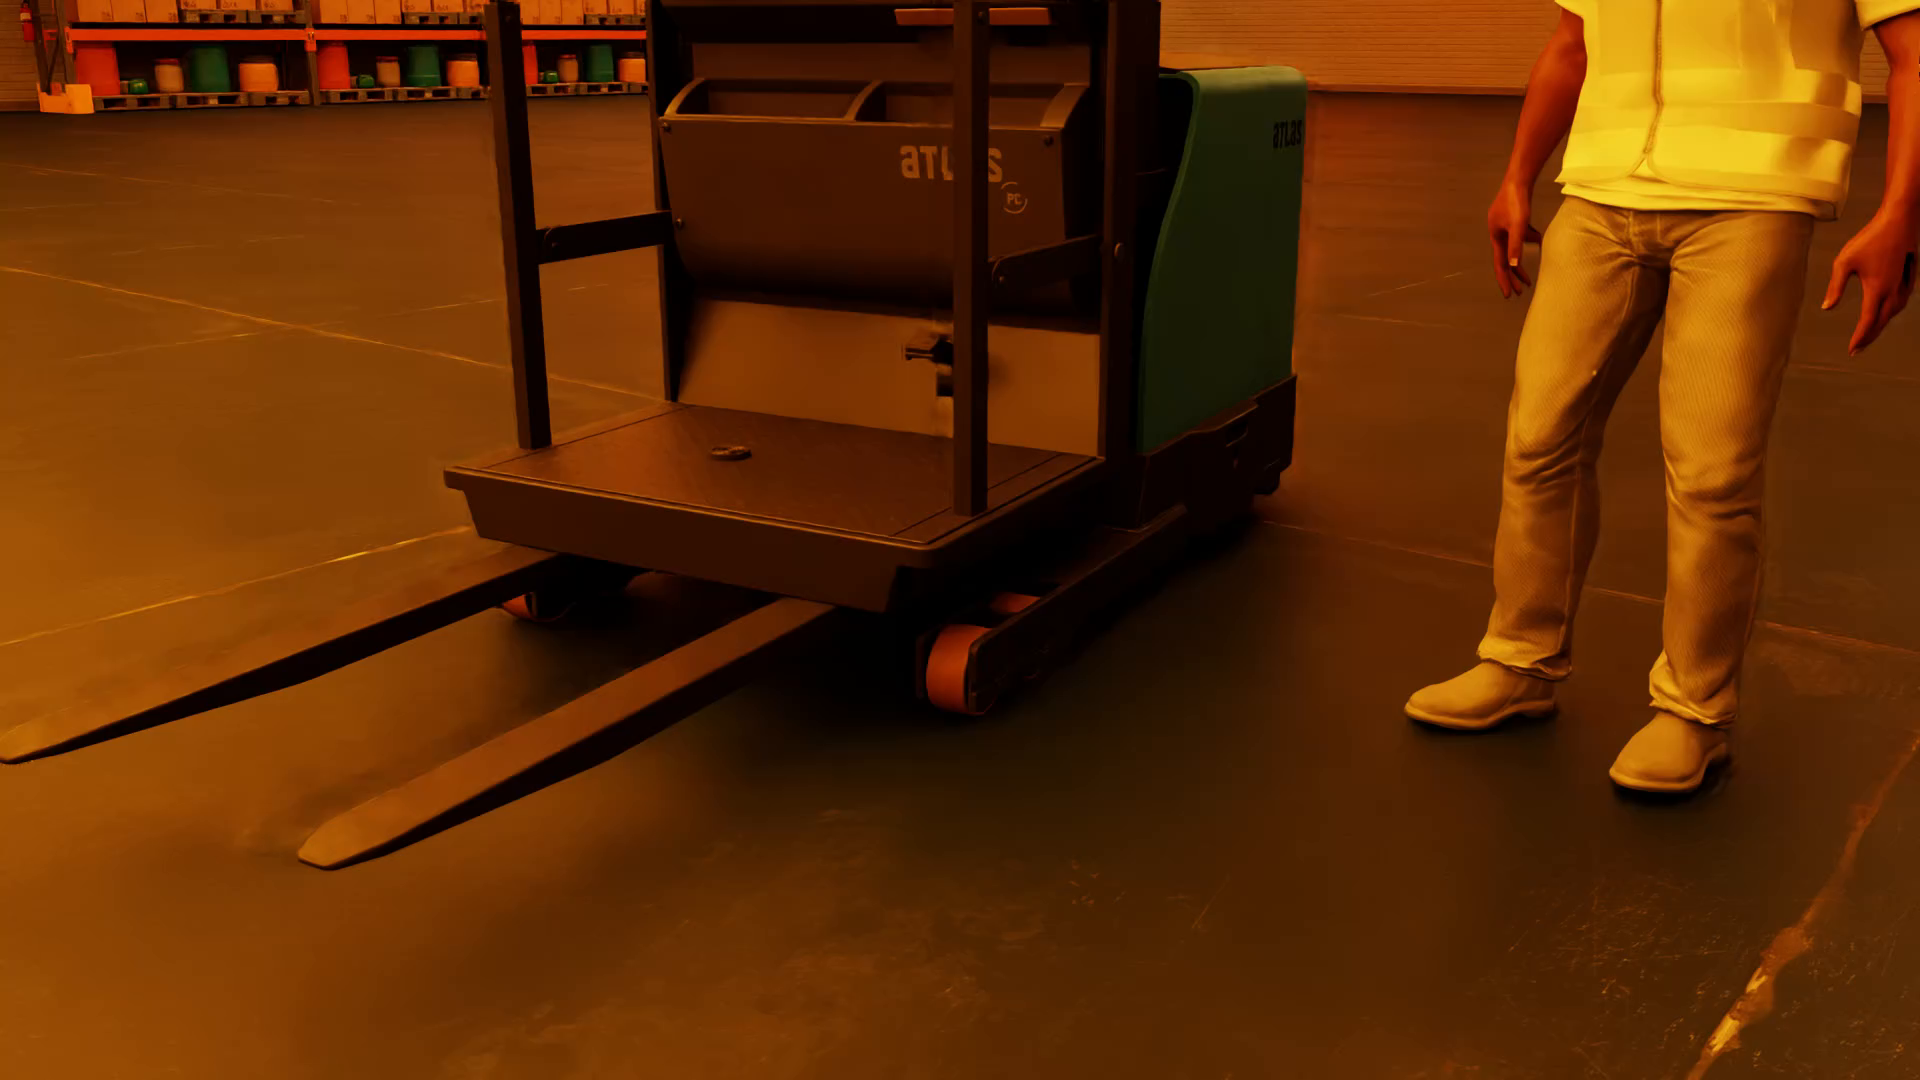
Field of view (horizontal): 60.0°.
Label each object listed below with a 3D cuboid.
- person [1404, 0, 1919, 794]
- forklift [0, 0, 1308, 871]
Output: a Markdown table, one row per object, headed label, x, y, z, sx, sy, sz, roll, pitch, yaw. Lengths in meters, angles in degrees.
| label | x | y | z | sx | sy | sz | roll | pitch | yaw |
| --- | --- | --- | --- | --- | --- | --- | --- | --- | --- |
| person | 1.104 | -0.502 | 2.566 | 0.478 | 1.764 | 0.708 | -13 | 21 | -36 |
| forklift | -0.287 | -1.241 | 2.985 | 1.130 | 2.935 | 3.031 | 9 | 19 | 28 |
